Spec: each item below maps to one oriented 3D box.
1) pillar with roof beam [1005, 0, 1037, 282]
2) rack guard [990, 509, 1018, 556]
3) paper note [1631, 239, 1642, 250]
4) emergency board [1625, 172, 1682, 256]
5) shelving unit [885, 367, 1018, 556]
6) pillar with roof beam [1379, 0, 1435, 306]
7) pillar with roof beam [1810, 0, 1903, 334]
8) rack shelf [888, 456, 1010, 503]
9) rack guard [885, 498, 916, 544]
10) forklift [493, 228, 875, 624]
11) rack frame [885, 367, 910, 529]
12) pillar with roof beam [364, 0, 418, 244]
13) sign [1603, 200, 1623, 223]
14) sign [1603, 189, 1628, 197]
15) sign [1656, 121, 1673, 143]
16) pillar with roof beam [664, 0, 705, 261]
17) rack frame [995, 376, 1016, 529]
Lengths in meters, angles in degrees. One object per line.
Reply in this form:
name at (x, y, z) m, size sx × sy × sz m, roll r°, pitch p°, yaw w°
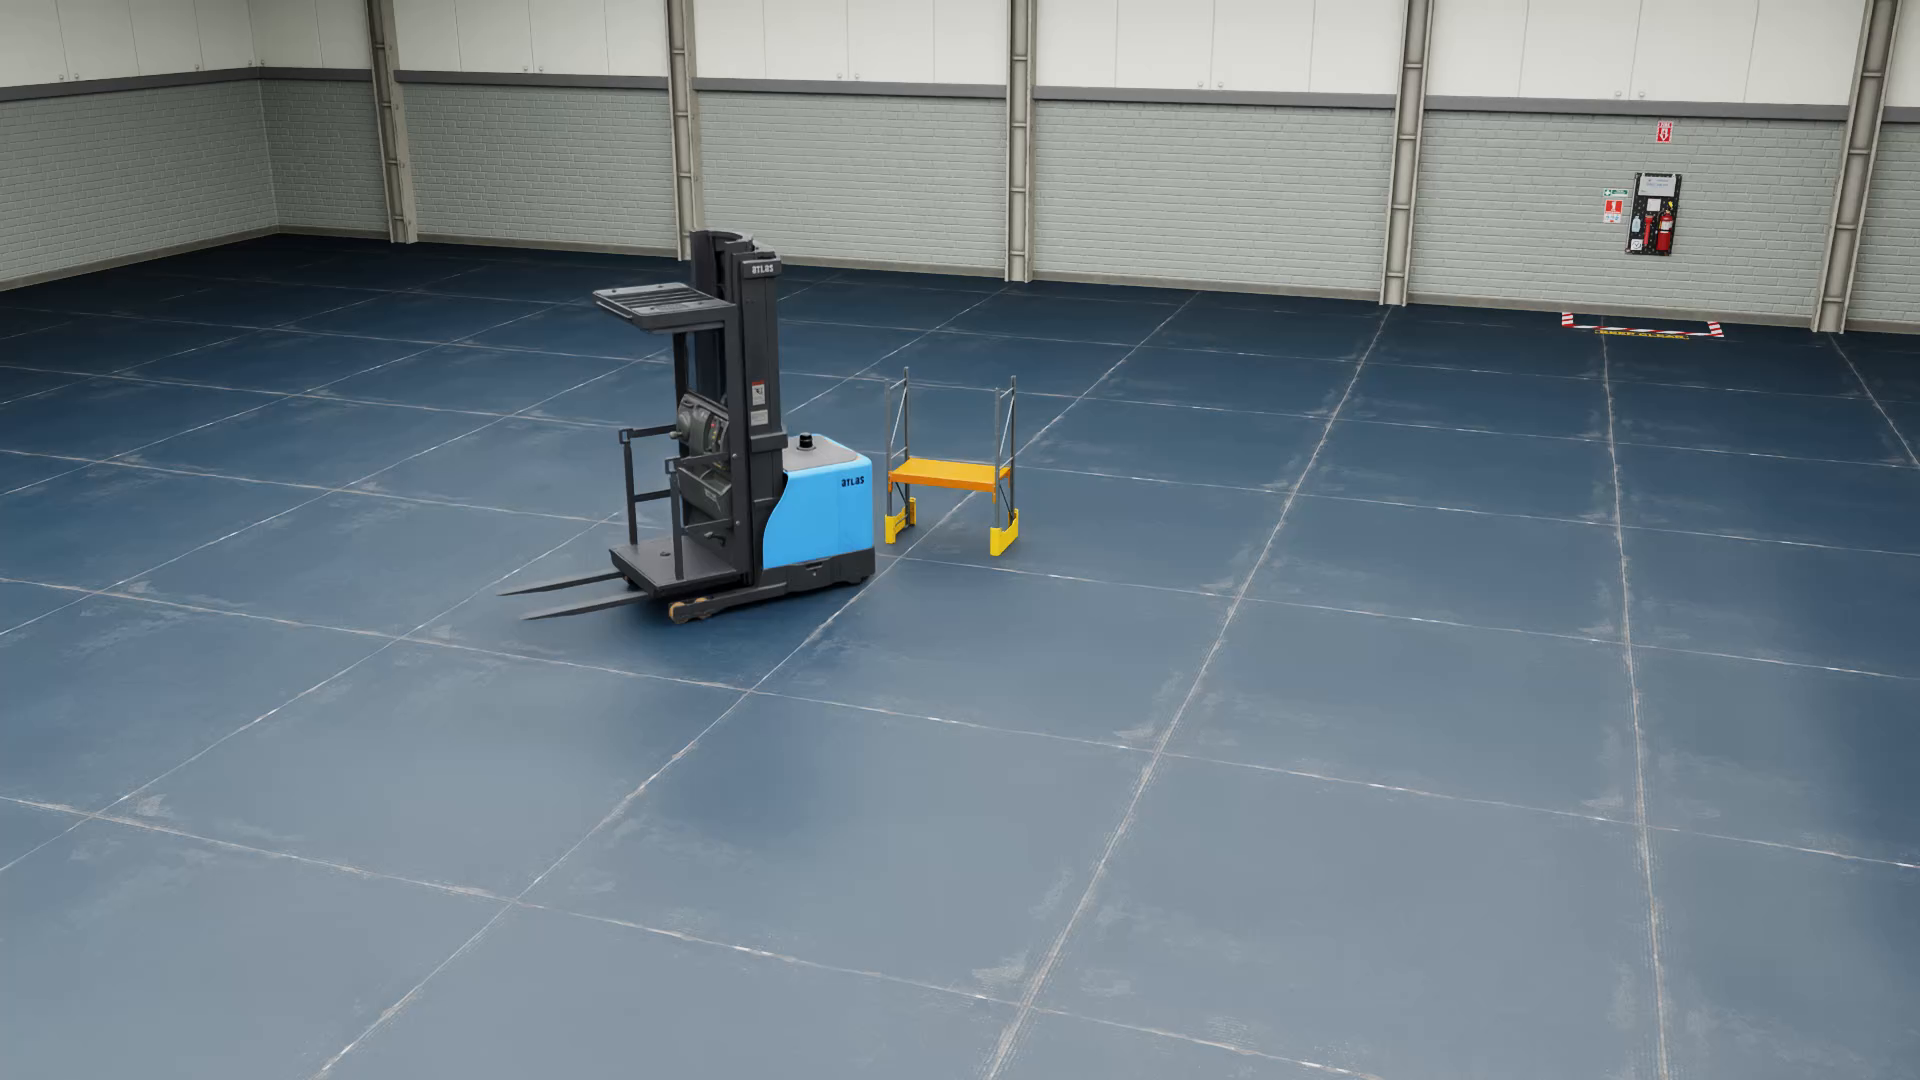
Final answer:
pillar with roof beam at (-0.444, -7.180, 22.004) m, size 0.400 × 9.000 × 9.100 m, roll 7°, pitch 20°, yaw 18°
rack guard at (0.398, -0.072, 14.904) m, size 0.087 × 0.250 × 0.587 m, roll 7°, pitch 20°, yaw 18°
paper note at (9.838, -4.293, 24.174) m, size 0.142 × 0.148 × 0.016 m, roll 7°, pitch 20°, yaw 18°
emergency board at (9.983, -4.669, 23.913) m, size 0.643 × 1.169 × 0.194 m, roll 7°, pitch 20°, yaw 18°
shelving unit at (-0.072, -0.716, 14.853) m, size 1.083 × 1.500 × 0.587 m, roll 7°, pitch 20°, yaw 18°
pillar with roof beam at (5.224, -6.532, 20.145) m, size 0.400 × 9.000 × 9.100 m, roll 7°, pitch 20°, yaw 18°
pillar with roof beam at (10.892, -5.884, 18.286) m, size 0.400 × 9.000 × 9.100 m, roll 7°, pitch 20°, yaw 18°
rack shelf at (-0.081, -0.548, 14.915) m, size 1.000 × 0.185 × 0.538 m, roll 7°, pitch 20°, yaw 18°
rack guard at (-0.542, -0.180, 15.213) m, size 0.087 × 0.250 × 0.587 m, roll 7°, pitch 20°, yaw 18°
forklift at (-2.241, -0.920, 13.264) m, size 3.031 × 2.935 × 1.130 m, roll -11°, pitch 22°, yaw -30°
rack frame at (-0.561, -0.772, 15.013) m, size 0.032 × 1.500 × 0.500 m, roll 7°, pitch 20°, yaw 18°
pillar with roof beam at (-11.779, -8.477, 25.723) m, size 0.400 × 9.000 × 9.100 m, roll 7°, pitch 20°, yaw 18°
sign at (9.494, -4.777, 24.170) m, size 0.234 × 0.329 × 0.001 m, roll 7°, pitch 20°, yaw 18°
sign at (9.495, -5.024, 24.074) m, size 0.331 × 0.109 × 0.001 m, roll 7°, pitch 20°, yaw 18°
sign at (10.008, -5.795, 23.623) m, size 0.199 × 0.298 × 0.001 m, roll 7°, pitch 20°, yaw 18°
pillar with roof beam at (-6.112, -7.829, 23.863) m, size 0.400 × 9.000 × 9.100 m, roll 7°, pitch 20°, yaw 18°
rack frame at (0.400, -0.663, 14.698) m, size 0.032 × 1.500 × 0.500 m, roll 7°, pitch 20°, yaw 18°
